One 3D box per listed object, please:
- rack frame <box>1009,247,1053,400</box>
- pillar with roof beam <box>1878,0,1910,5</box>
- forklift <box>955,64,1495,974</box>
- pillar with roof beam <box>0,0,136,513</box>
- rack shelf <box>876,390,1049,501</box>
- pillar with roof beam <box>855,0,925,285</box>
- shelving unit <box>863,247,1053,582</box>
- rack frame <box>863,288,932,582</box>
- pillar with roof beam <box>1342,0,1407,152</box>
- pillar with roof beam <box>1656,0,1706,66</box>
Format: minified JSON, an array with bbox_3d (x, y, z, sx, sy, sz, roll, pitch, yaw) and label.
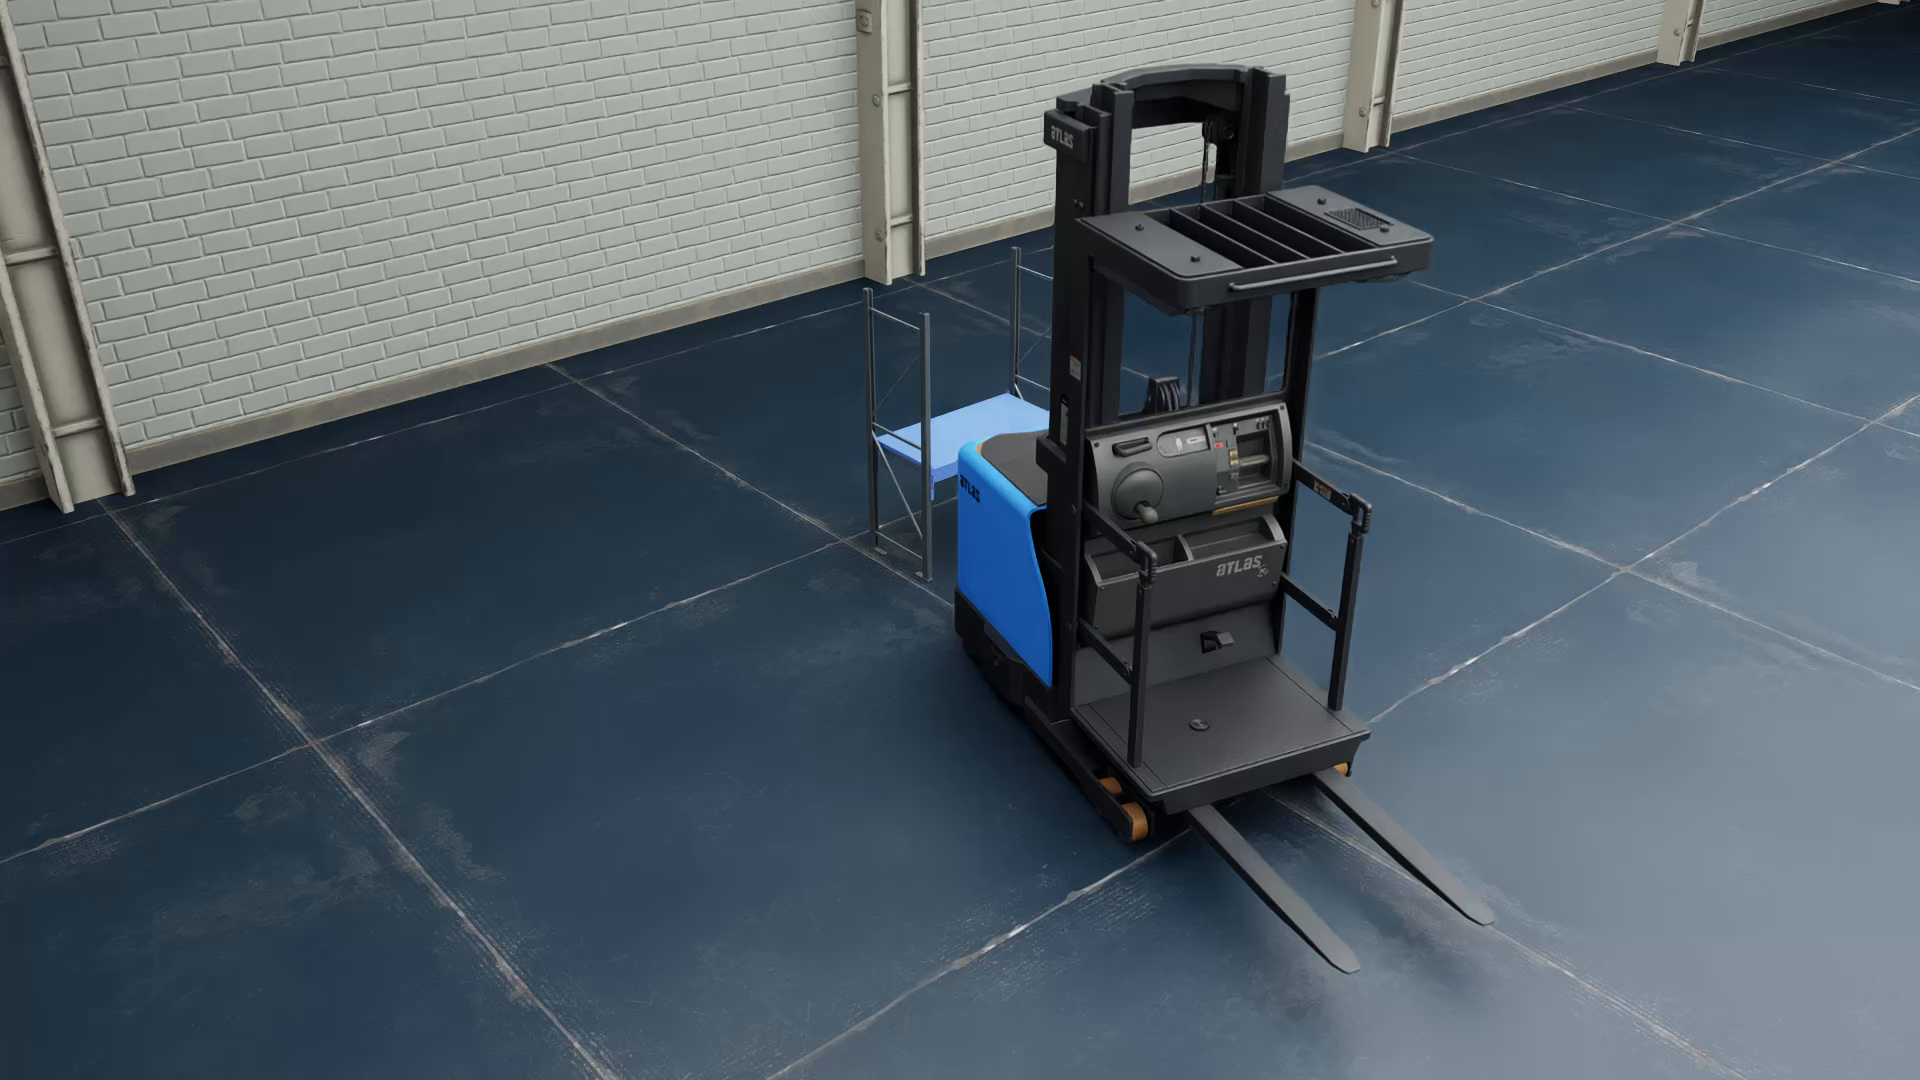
[{"bbox_3d":[0.452,-0.843,9.236,0.032,1.500,0.500,-22,35,-35],"label":"rack frame"},{"bbox_3d":[15.966,-10.034,18.478,0.400,9.000,9.100,-22,35,-35],"label":"pillar with roof beam"},{"bbox_3d":[1.046,-0.272,6.649,1.130,2.935,3.031,-12,30,-22],"label":"forklift"},{"bbox_3d":[-2.292,-2.692,4.739,0.400,9.000,9.100,-22,35,-35],"label":"pillar with roof beam"},{"bbox_3d":[0.065,-0.529,9.030,1.000,0.185,0.538,-22,35,-35],"label":"rack shelf"},{"bbox_3d":[2.273,-4.527,8.174,0.400,9.000,9.100,-22,35,-35],"label":"pillar with roof beam"},{"bbox_3d":[0.065,-0.688,8.945,1.048,1.500,0.538,-22,35,-35],"label":"shelving unit"},{"bbox_3d":[-0.322,-0.532,8.654,0.032,1.500,0.500,-22,35,-35],"label":"rack frame"},{"bbox_3d":[6.837,-6.363,11.609,0.400,9.000,9.100,-22,35,-35],"label":"pillar with roof beam"},{"bbox_3d":[11.402,-8.198,15.043,0.400,9.000,9.100,-22,35,-35],"label":"pillar with roof beam"}]
